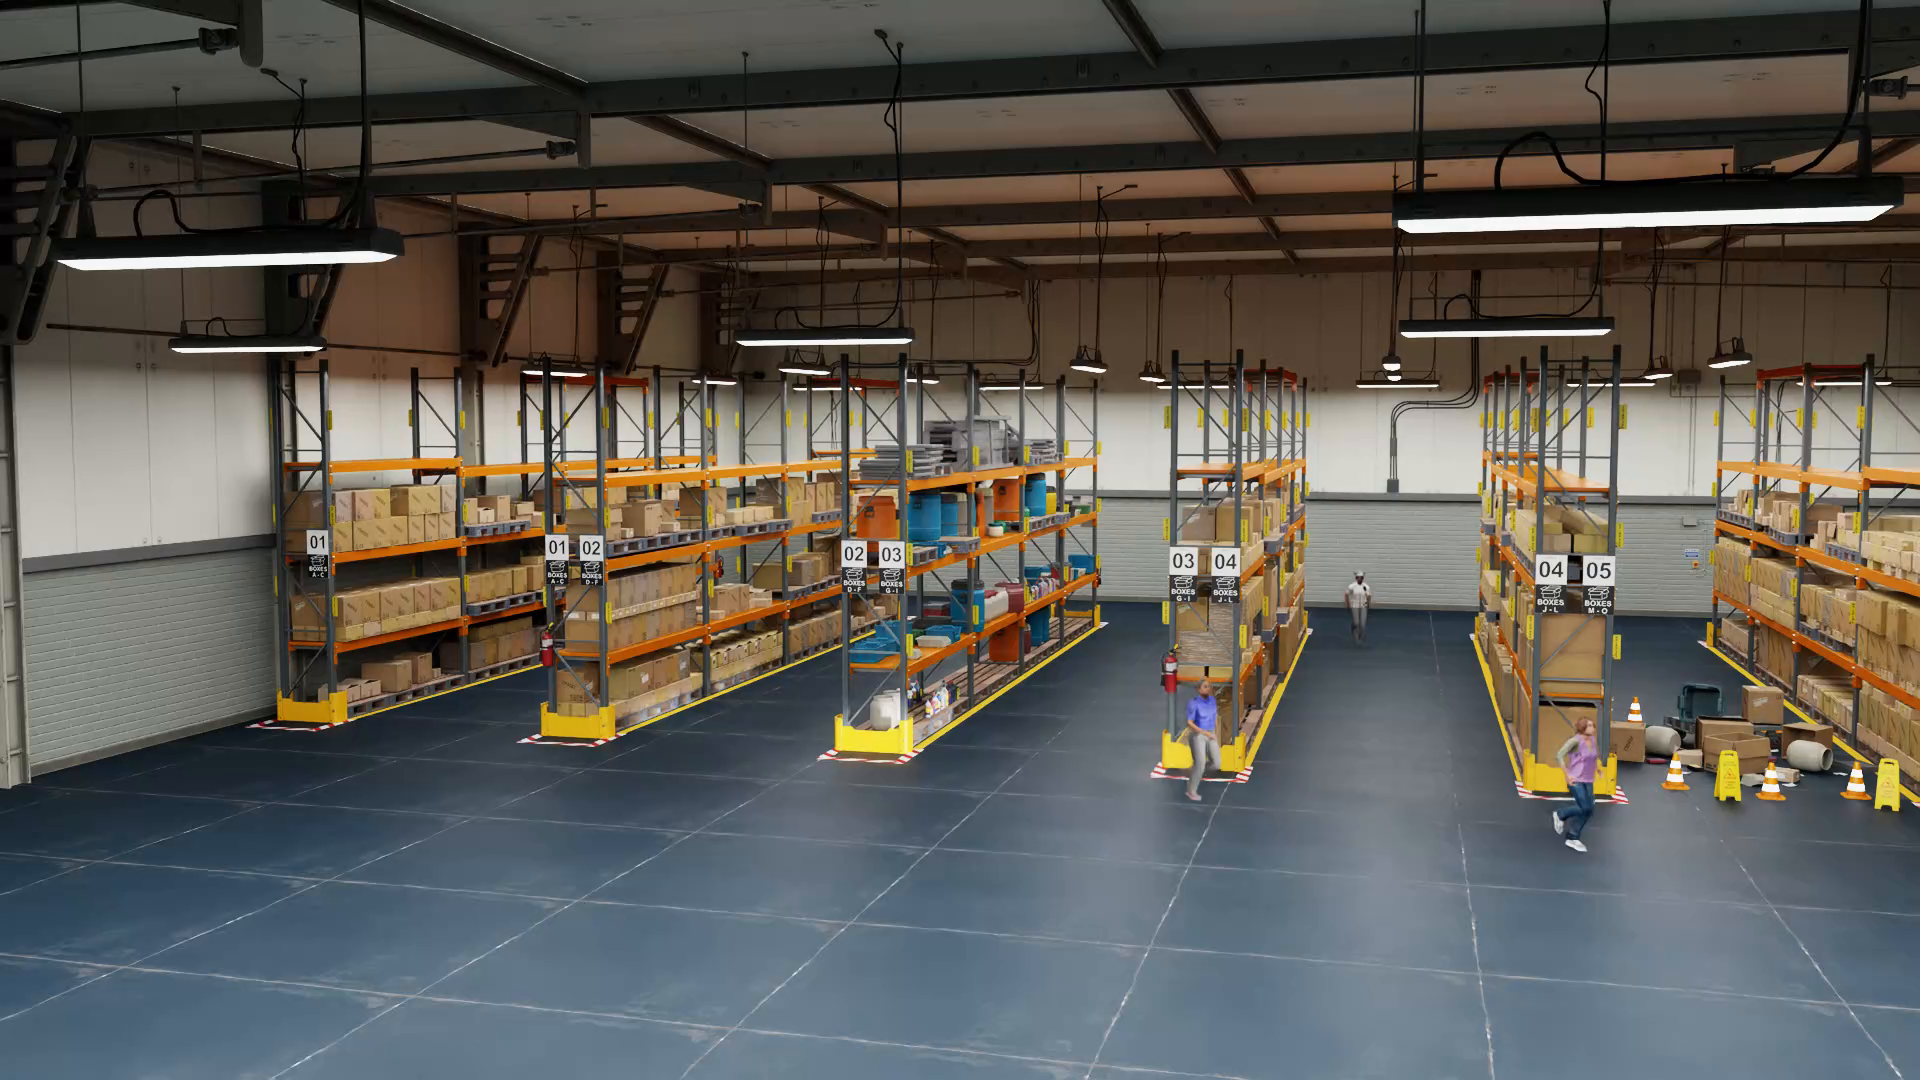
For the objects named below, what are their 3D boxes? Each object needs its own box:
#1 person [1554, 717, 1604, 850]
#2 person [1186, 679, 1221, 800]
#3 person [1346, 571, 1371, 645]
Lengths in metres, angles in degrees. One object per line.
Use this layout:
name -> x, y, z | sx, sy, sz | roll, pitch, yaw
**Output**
person -> 7.248, 2.835, 19.486 | 0.552, 1.558, 0.532 | -3, 5, -32
person -> 3.246, 2.632, 21.937 | 0.609, 1.618, 0.597 | -2, 5, -30
person -> 8.897, 1.509, 37.090 | 0.538, 1.657, 0.509 | 0, 4, 4
